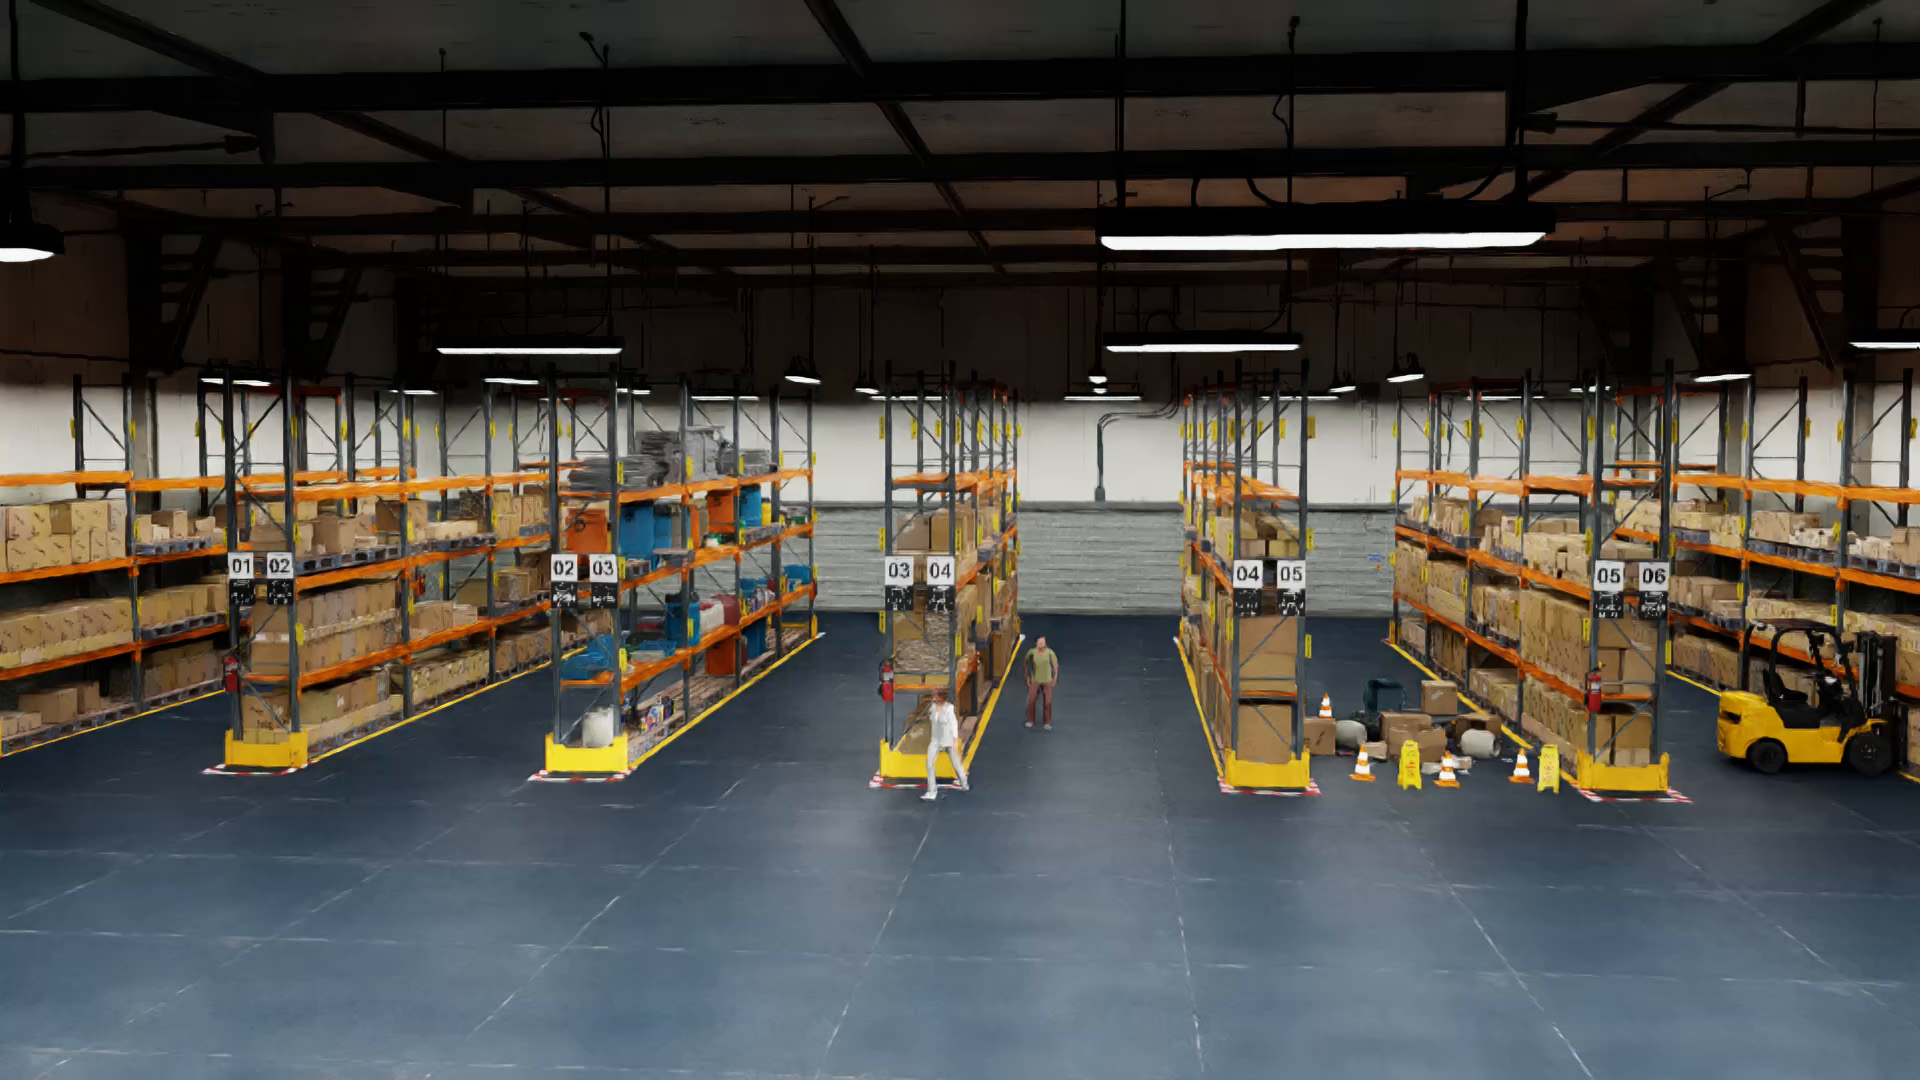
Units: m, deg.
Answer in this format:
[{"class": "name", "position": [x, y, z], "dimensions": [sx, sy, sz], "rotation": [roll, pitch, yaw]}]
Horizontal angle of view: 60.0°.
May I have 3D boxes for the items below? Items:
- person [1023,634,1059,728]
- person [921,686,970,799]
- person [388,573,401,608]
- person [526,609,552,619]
[{"class": "person", "position": [1.355, 2.364, 27.932], "dimensions": [0.598, 1.619, 0.507], "rotation": [0, 4, 3]}, {"class": "person", "position": [-0.191, 2.734, 22.714], "dimensions": [0.455, 1.530, 0.868], "rotation": [2, 4, 26]}, {"class": "person", "position": [-12.765, 1.624, 37.542], "dimensions": [0.445, 1.782, 0.673], "rotation": [0, 4, -7]}, {"class": "person", "position": [-11.171, 1.259, 44.236], "dimensions": [0.565, 1.653, 0.731], "rotation": [4, 5, 43]}]
